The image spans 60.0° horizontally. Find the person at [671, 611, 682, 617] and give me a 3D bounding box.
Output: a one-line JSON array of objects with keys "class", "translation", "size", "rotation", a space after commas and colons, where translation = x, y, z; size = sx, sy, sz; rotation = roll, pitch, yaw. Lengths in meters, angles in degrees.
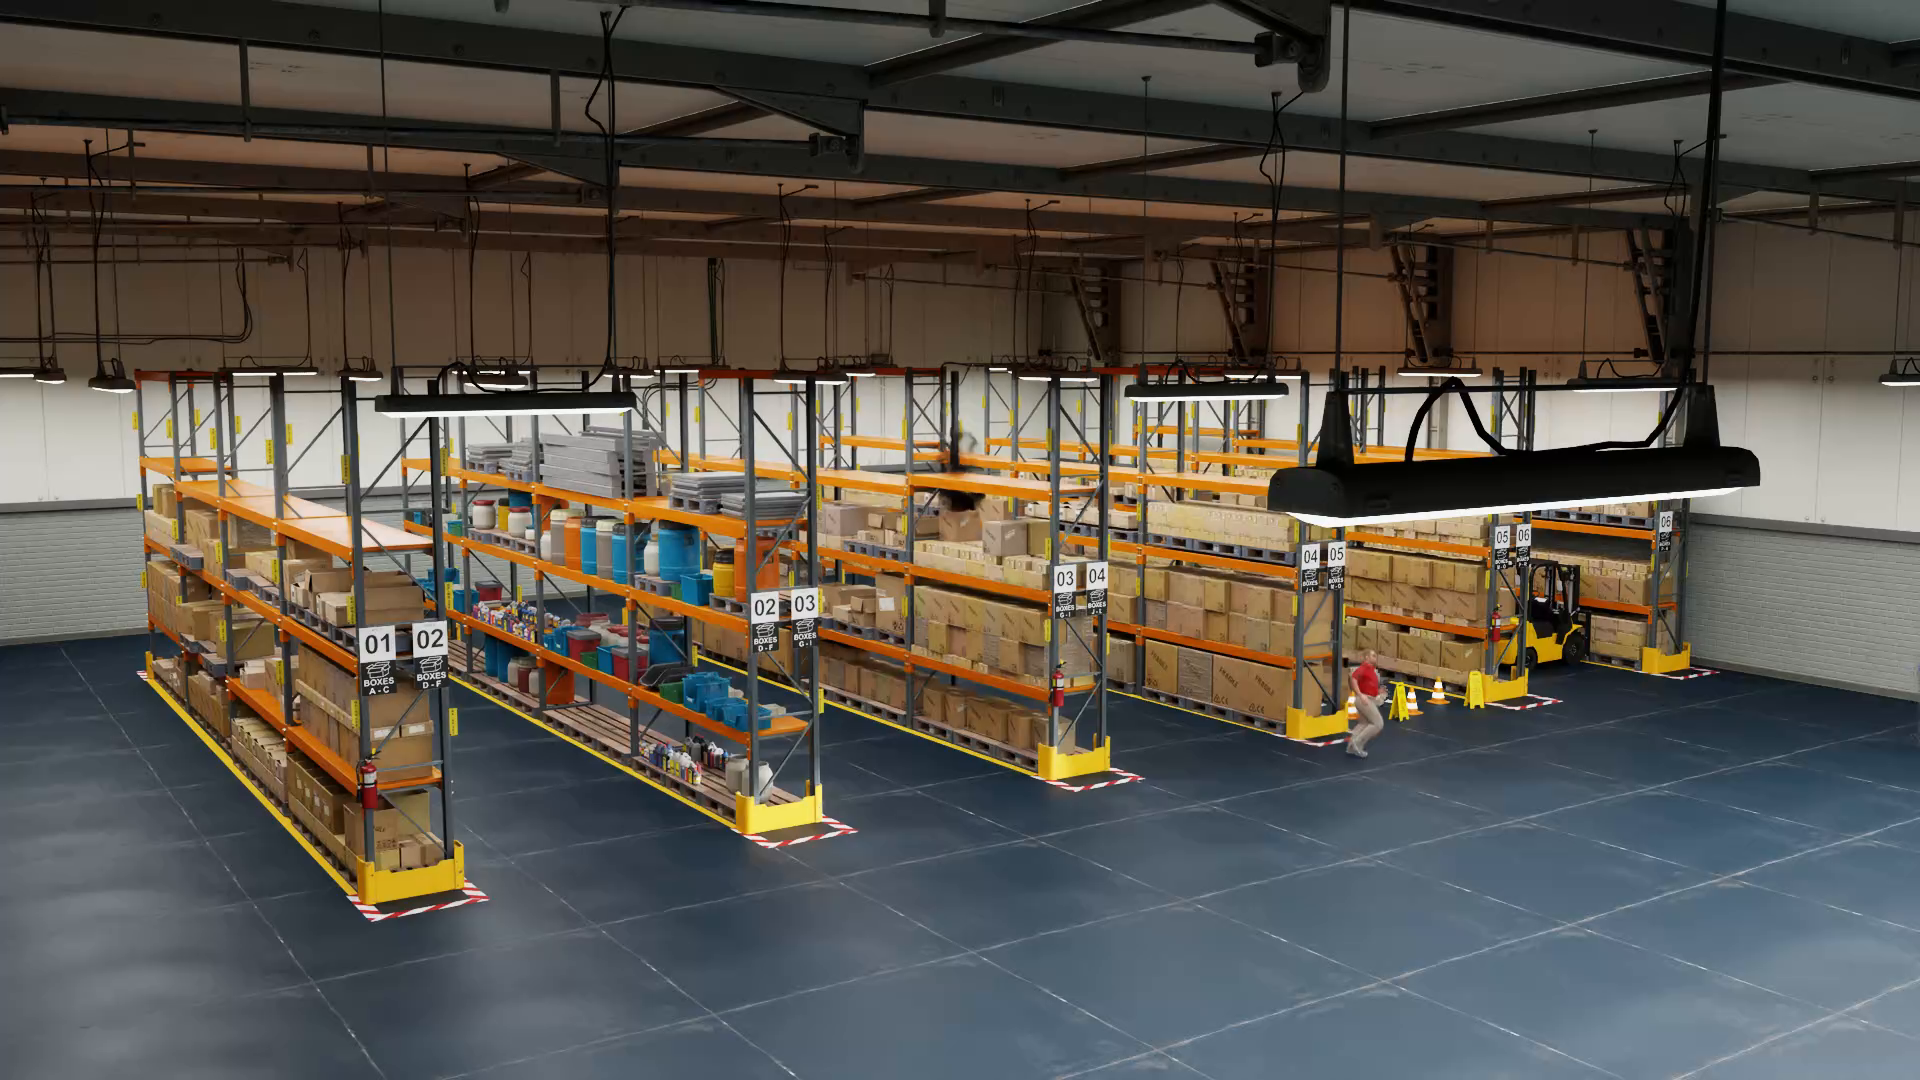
[{"class": "person", "translation": [-5.209, 2.073, 30.648], "size": [0.558, 1.621, 0.580], "rotation": [6, 9, 44]}]

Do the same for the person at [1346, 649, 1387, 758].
[{"class": "person", "translation": [6.370, 2.557, 26.028], "size": [0.608, 1.704, 0.653], "rotation": [2, 7, 18]}]
